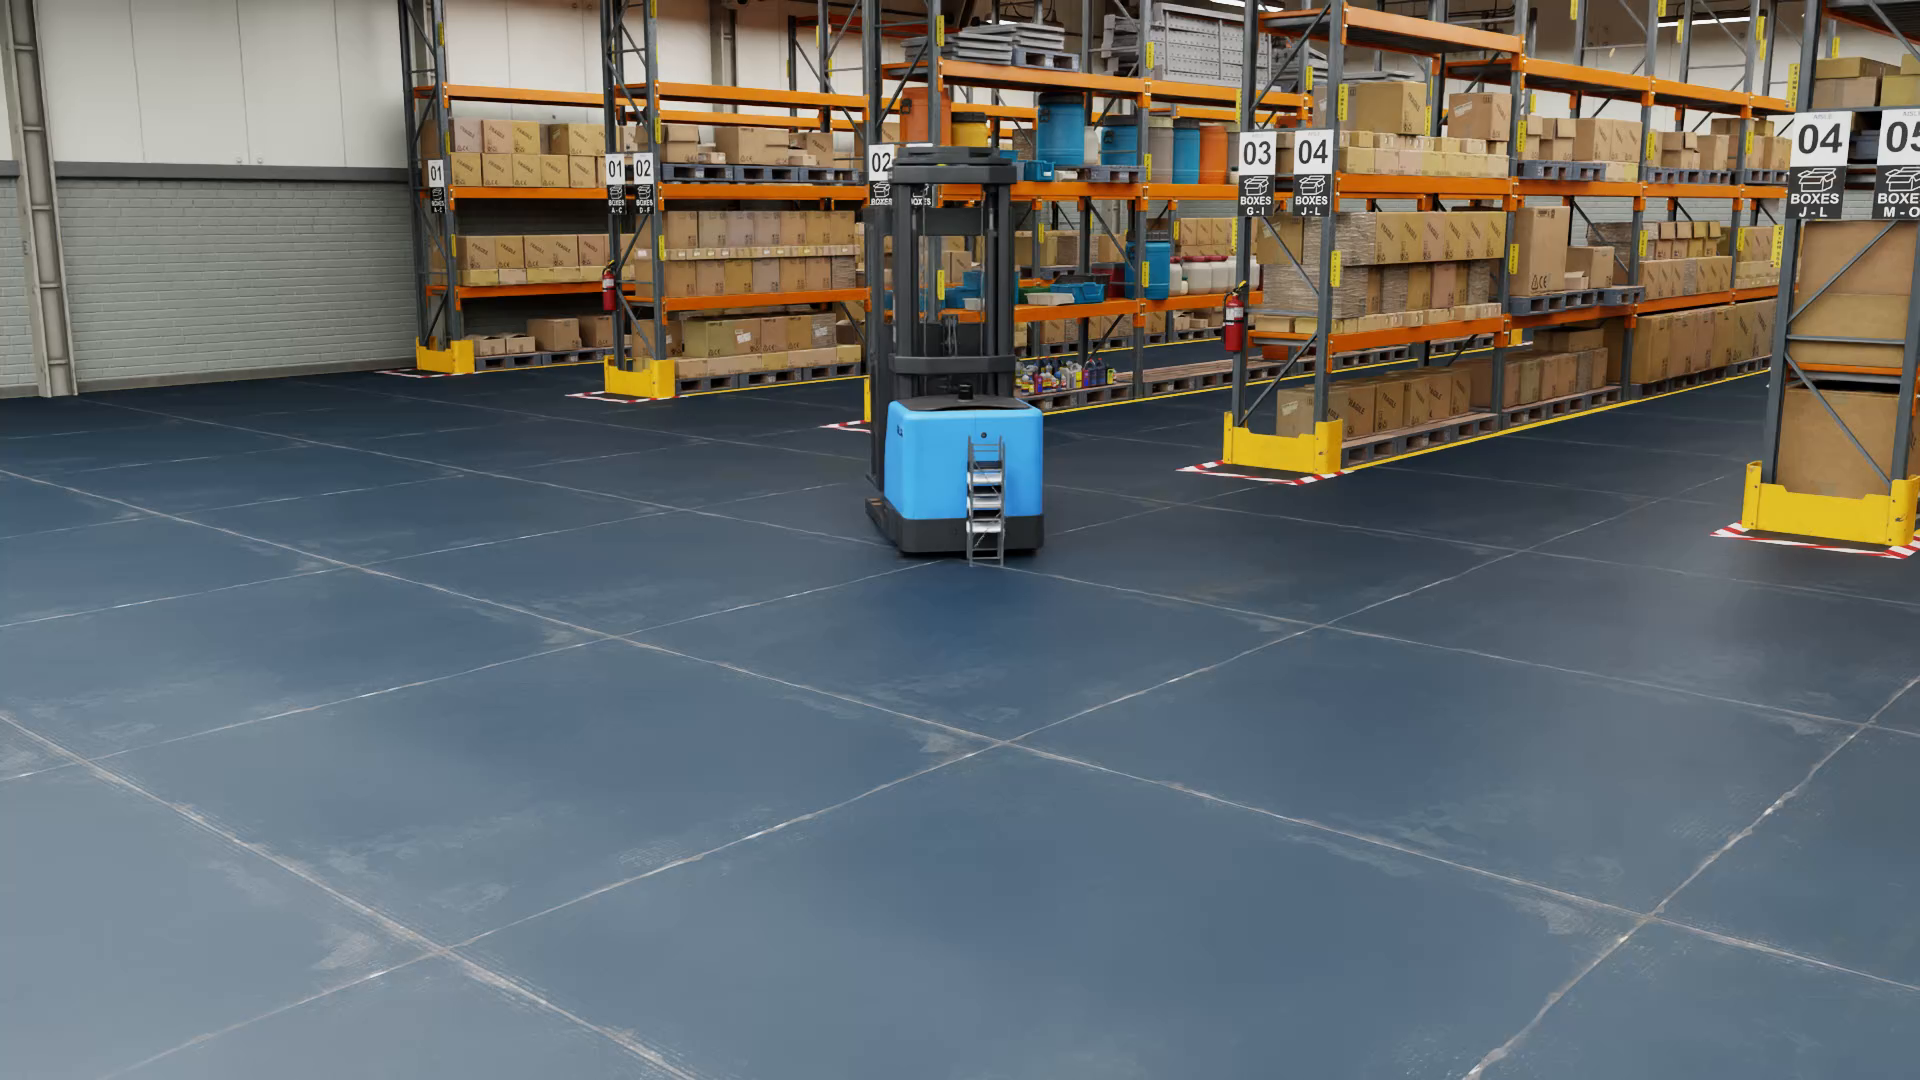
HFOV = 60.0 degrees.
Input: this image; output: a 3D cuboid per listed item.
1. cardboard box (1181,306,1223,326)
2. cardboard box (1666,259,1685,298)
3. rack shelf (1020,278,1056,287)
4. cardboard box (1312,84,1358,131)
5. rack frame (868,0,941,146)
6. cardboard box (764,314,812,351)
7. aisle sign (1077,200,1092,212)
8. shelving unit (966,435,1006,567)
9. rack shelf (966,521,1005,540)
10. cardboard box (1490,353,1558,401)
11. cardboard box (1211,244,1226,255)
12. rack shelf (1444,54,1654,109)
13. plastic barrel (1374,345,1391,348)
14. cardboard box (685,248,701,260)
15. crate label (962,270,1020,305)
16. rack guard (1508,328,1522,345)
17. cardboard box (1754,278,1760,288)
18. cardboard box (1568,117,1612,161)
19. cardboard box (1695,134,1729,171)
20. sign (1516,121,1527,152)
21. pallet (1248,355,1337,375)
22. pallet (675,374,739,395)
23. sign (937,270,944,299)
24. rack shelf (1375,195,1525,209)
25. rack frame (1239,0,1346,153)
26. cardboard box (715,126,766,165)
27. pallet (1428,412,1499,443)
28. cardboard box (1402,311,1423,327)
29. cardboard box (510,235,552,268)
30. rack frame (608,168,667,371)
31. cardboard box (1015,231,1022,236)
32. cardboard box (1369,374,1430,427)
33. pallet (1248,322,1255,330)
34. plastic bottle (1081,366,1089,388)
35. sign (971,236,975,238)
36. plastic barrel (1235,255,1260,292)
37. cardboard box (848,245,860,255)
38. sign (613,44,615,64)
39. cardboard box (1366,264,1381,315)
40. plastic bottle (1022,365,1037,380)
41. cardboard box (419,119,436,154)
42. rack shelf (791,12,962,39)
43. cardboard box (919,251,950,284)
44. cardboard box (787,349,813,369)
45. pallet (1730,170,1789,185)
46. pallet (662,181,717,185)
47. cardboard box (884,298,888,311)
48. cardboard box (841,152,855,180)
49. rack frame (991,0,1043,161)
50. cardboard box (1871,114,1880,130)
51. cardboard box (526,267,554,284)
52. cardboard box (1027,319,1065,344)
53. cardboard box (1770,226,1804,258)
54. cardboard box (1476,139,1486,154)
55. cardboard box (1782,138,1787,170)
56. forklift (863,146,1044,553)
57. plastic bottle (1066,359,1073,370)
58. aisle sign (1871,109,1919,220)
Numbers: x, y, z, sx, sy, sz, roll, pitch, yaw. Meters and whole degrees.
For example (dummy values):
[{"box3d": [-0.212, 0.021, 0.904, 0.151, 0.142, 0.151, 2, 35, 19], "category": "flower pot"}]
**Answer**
[{"box3d": [4.814, -4.494, 32.804, 0.797, 0.503, 0.637, 10, 15, 40], "category": "cardboard box"}, {"box3d": [9.575, -3.593, 22.787, 0.500, 0.500, 0.500, 9, 15, 39], "category": "cardboard box"}, {"box3d": [2.257, -4.578, 29.812, 1.077, 0.370, 4.000, 10, 15, 40], "category": "rack shelf"}, {"box3d": [3.928, -4.350, 16.884, 0.500, 0.500, 0.500, 10, 15, 40], "category": "cardboard box"}, {"box3d": [-0.626, -5.761, 18.579, 1.000, 3.000, 0.127, 10, 15, 40], "category": "rack frame"}, {"box3d": [-2.511, -3.031, 24.262, 0.500, 0.500, 0.500, 10, 15, 40], "category": "cardboard box"}, {"box3d": [2.767, -7.701, 36.970, 0.394, 0.787, 0.004, 10, 15, 40], "category": "aisle sign"}, {"box3d": [0.181, -0.274, 11.741, 0.258, 0.900, 0.210, -1, 17, -5], "category": "shelving unit"}, {"box3d": [0.179, -0.070, 11.803, 0.258, 0.077, 0.200, -1, 17, -5], "category": "rack shelf"}, {"box3d": [6.855, -1.995, 20.299, 0.700, 0.500, 0.500, 8, 14, 36], "category": "cardboard box"}, {"box3d": [4.786, -5.463, 32.151, 0.500, 0.500, 0.500, 10, 15, 40], "category": "cardboard box"}, {"box3d": [7.056, -5.454, 19.902, 1.077, 0.370, 4.000, 10, 15, 40], "category": "rack shelf"}, {"box3d": [6.924, -3.684, 27.781, 0.600, 0.901, 0.708, 10, 15, 40], "category": "plastic barrel"}, {"box3d": [-3.751, -3.896, 22.648, 0.380, 0.149, 0.250, 9, 15, 39], "category": "cardboard box"}, {"box3d": [0.386, -3.142, 20.694, 0.502, 0.435, 0.616, 10, 15, 40], "category": "crate label"}, {"box3d": [9.942, -3.952, 31.223, 1.175, 0.500, 0.348, 10, 15, 40], "category": "rack guard"}, {"box3d": [11.980, -3.938, 25.410, 0.380, 0.149, 0.250, 9, 15, 39], "category": "cardboard box"}, {"box3d": [7.580, -4.871, 20.248, 0.500, 0.500, 0.500, 10, 15, 41], "category": "cardboard box"}, {"box3d": [10.641, -5.583, 24.021, 0.700, 0.500, 0.500, 10, 15, 42], "category": "cardboard box"}, {"box3d": [6.148, -4.423, 18.217, 0.100, 0.325, 0.005, 10, 15, 40], "category": "sign"}, {"box3d": [5.144, -2.750, 25.940, 1.003, 0.211, 1.213, 10, 15, 40], "category": "pallet"}, {"box3d": [-3.871, -2.211, 23.239, 1.003, 0.211, 1.213, 10, 15, 40], "category": "pallet"}, {"box3d": [-0.215, -2.883, 18.780, 0.100, 0.325, 0.005, 10, 15, 40], "category": "sign"}, {"box3d": [8.616, -5.997, 29.256, 1.077, 0.370, 4.000, 10, 15, 40], "category": "rack shelf"}, {"box3d": [3.095, -5.120, 15.373, 1.000, 3.000, 0.127, 10, 15, 40], "category": "rack frame"}, {"box3d": [-3.042, -5.464, 23.064, 0.500, 0.500, 0.500, 10, 15, 40], "category": "cardboard box"}, {"box3d": [5.319, -1.296, 18.662, 1.003, 0.211, 1.213, 10, 15, 40], "category": "pallet"}, {"box3d": [4.525, -2.275, 17.083, 0.380, 0.149, 0.250, 10, 15, 40], "category": "cardboard box"}, {"box3d": [-6.847, -4.582, 26.410, 0.500, 0.500, 0.500, 9, 14, 39], "category": "cardboard box"}, {"box3d": [-4.344, -3.460, 22.376, 1.000, 3.000, 0.127, 10, 15, 40], "category": "rack frame"}, {"box3d": [0.710, -6.197, 35.313, 0.980, 0.700, 0.700, 9, 15, 39], "category": "cardboard box"}, {"box3d": [4.718, -1.507, 17.907, 0.500, 0.500, 0.500, 8, 14, 35], "category": "cardboard box"}, {"box3d": [5.642, -4.318, 33.791, 1.003, 0.211, 1.213, 10, 15, 40], "category": "pallet"}, {"box3d": [1.603, -2.102, 21.387, 0.133, 0.283, 0.061, -11, 16, -44], "category": "plastic bottle"}, {"box3d": [0.268, -6.326, 33.969, 0.100, 0.325, 0.005, 10, 15, 40], "category": "sign"}, {"box3d": [4.137, -3.872, 24.153, 0.421, 0.512, 0.421, 0, 11, 0], "category": "plastic barrel"}, {"box3d": [-1.722, -4.348, 24.910, 0.380, 0.149, 0.250, 10, 15, 40], "category": "cardboard box"}, {"box3d": [-5.848, -8.237, 28.187, 0.100, 0.325, 0.005, 10, 15, 40], "category": "sign"}, {"box3d": [3.719, -2.540, 16.755, 0.875, 0.500, 0.500, 10, 15, 40], "category": "cardboard box"}, {"box3d": [0.893, -2.117, 21.481, 0.152, 0.276, 0.135, 10, 15, 40], "category": "plastic bottle"}, {"box3d": [-7.979, -6.217, 25.663, 0.500, 0.500, 0.500, 11, 15, 43], "category": "cardboard box"}, {"box3d": [-1.466, -9.790, 32.103, 1.077, 0.370, 4.000, 10, 15, 40], "category": "rack shelf"}, {"box3d": [-0.506, -4.360, 26.625, 0.500, 0.500, 0.500, 10, 15, 40], "category": "cardboard box"}, {"box3d": [-2.502, -2.662, 24.328, 0.500, 0.250, 0.500, 10, 15, 40], "category": "cardboard box"}, {"box3d": [12.370, -5.669, 26.005, 1.003, 0.211, 1.213, 10, 15, 40], "category": "pallet"}, {"box3d": [-4.940, -6.144, 28.637, 1.213, 0.211, 1.003, 10, 15, 40], "category": "pallet"}, {"box3d": [-1.620, -4.648, 32.740, 0.750, 0.750, 0.750, 10, 15, 40], "category": "cardboard box"}, {"box3d": [-2.199, -7.176, 31.945, 0.700, 0.500, 0.500, 9, 14, 37], "category": "cardboard box"}, {"box3d": [0.937, -7.579, 27.681, 1.000, 3.000, 0.127, 10, 15, 40], "category": "rack frame"}, {"box3d": [7.055, -3.293, 13.194, 0.380, 0.149, 0.250, 10, 15, 41], "category": "cardboard box"}, {"box3d": [-6.834, -4.219, 26.509, 0.500, 0.250, 0.500, 9, 15, 39], "category": "cardboard box"}, {"box3d": [1.452, -3.657, 28.621, 0.500, 0.500, 0.500, 11, 15, 43], "category": "cardboard box"}, {"box3d": [13.532, -4.867, 27.130, 0.500, 0.500, 0.500, 10, 15, 41], "category": "cardboard box"}, {"box3d": [5.392, -4.199, 17.784, 0.380, 0.149, 0.250, 9, 14, 38], "category": "cardboard box"}, {"box3d": [12.587, -6.075, 26.225, 0.700, 0.500, 0.500, 9, 14, 37], "category": "cardboard box"}, {"box3d": [-0.166, -1.583, 13.155, 1.130, 2.935, 3.031, -2, 11, -10], "category": "forklift"}, {"box3d": [1.475, -2.295, 22.386, 0.097, 0.271, 0.097, 0, 11, 0], "category": "plastic bottle"}, {"box3d": [6.933, -2.748, 12.174, 0.394, 0.787, 0.004, 10, 15, 40], "category": "aisle sign"}]
